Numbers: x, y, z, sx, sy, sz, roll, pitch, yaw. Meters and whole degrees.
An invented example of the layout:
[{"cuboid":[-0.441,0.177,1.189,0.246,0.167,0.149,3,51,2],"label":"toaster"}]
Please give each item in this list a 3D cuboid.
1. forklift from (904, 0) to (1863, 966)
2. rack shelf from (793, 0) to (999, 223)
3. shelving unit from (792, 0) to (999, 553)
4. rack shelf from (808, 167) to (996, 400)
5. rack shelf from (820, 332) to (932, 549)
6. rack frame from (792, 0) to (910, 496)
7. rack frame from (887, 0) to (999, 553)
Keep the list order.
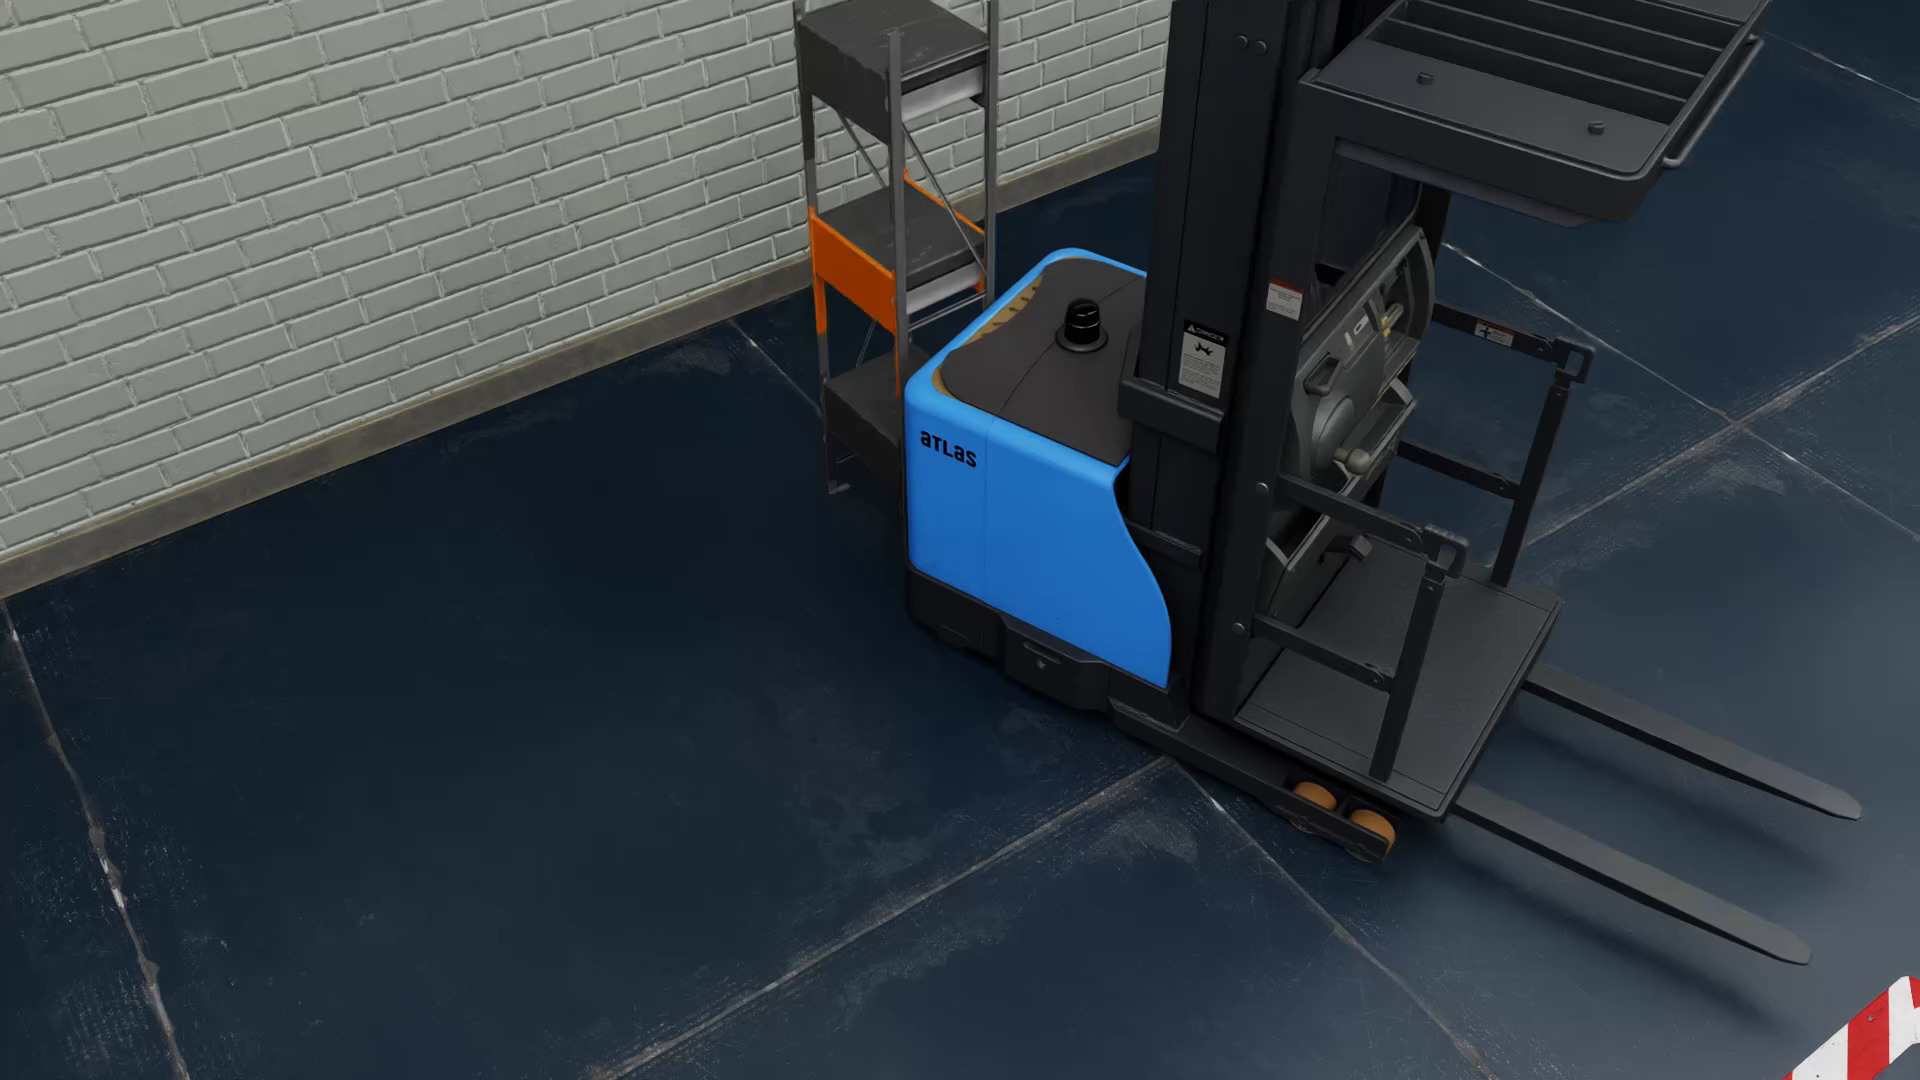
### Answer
[{"cuboid":[1.314,-0.478,4.628,3.031,2.935,1.130,25,49,24],"label":"forklift"},{"cuboid":[-0.197,-1.384,5.185,0.431,0.518,0.480,-29,51,-27],"label":"rack shelf"},{"cuboid":[-0.197,-0.888,5.659,0.431,2.100,0.503,-29,51,-27],"label":"shelving unit"},{"cuboid":[-0.197,-0.878,5.668,0.431,0.518,0.480,-29,51,-27],"label":"rack shelf"},{"cuboid":[-0.197,-0.371,6.152,0.431,0.518,0.480,-29,51,-27],"label":"rack shelf"},{"cuboid":[-0.348,-1.020,5.798,0.400,2.100,0.015,-29,51,-27],"label":"rack frame"},{"cuboid":[-0.046,-0.755,5.520,0.400,2.100,0.015,-29,51,-27],"label":"rack frame"}]
